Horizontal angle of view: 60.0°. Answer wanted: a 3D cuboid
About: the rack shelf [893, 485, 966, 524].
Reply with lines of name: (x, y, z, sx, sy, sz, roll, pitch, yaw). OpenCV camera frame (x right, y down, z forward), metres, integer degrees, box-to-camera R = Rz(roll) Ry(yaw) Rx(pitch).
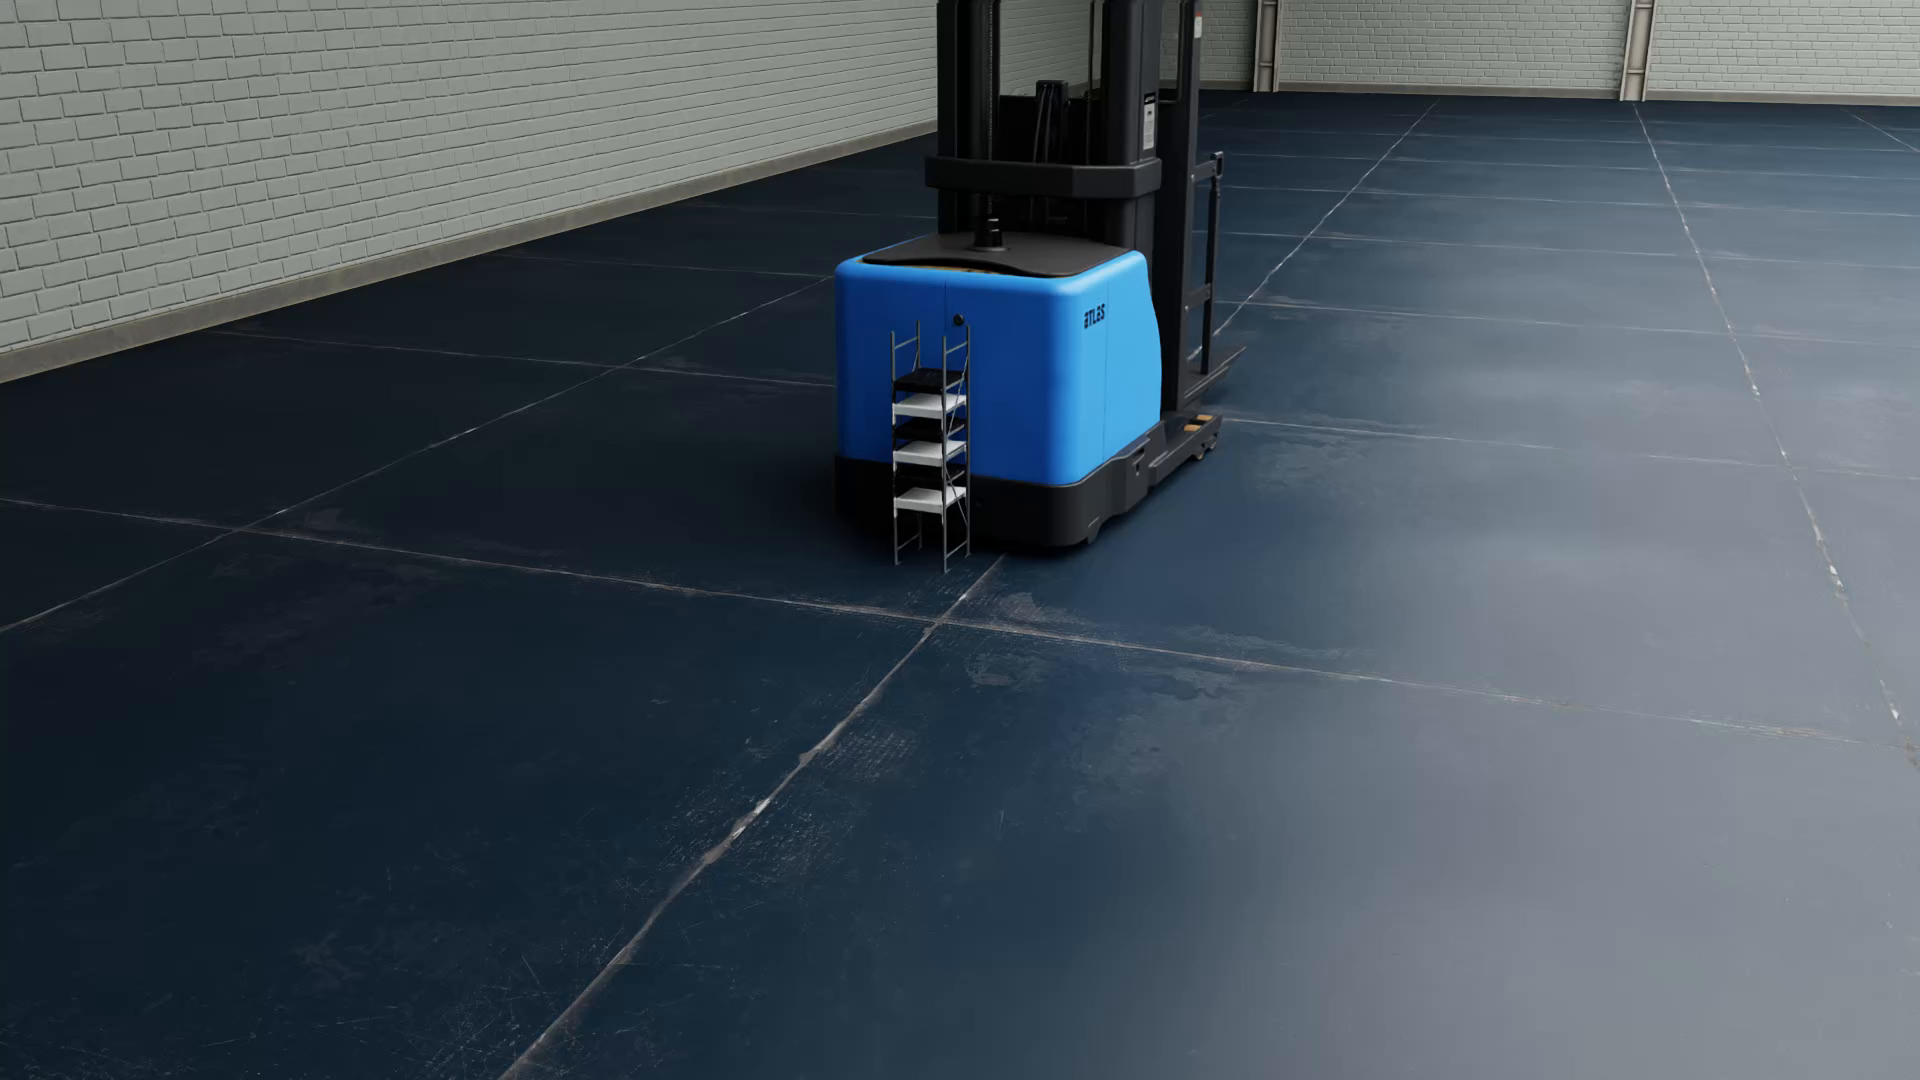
rack shelf: (-0.106, -0.145, 6.272, 0.200, 0.077, 0.258, 8, 21, 22)

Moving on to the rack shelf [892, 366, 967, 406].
rack shelf: (-0.106, -0.570, 6.124, 0.200, 0.077, 0.258, 8, 21, 22)

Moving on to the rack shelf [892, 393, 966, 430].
rack shelf: (-0.106, -0.485, 6.154, 0.200, 0.077, 0.258, 8, 21, 22)

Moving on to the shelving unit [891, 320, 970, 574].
shelving unit: (-0.106, -0.346, 6.202, 0.210, 0.900, 0.258, 8, 21, 22)

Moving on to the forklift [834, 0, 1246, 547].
forklift: (0.579, -1.803, 7.295, 1.130, 2.935, 3.031, 9, 21, 23)

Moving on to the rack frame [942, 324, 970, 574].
rack frame: (-0.013, -0.333, 6.164, 0.006, 0.900, 0.240, 8, 21, 22)

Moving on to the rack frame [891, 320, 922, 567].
rack frame: (-0.199, -0.360, 6.241, 0.006, 0.900, 0.240, 8, 21, 22)

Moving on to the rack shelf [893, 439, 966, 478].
rack shelf: (-0.106, -0.315, 6.213, 0.200, 0.077, 0.258, 8, 21, 22)

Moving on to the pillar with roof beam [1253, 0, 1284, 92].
pillar with roof beam: (3.948, -10.782, 23.836, 0.400, 9.000, 9.100, 7, 20, 18)

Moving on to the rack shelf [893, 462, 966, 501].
rack shelf: (-0.106, -0.230, 6.243, 0.200, 0.077, 0.258, 8, 21, 22)

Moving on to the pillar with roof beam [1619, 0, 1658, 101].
pillar with roof beam: (9.616, -10.134, 21.977, 0.400, 9.000, 9.100, 7, 20, 18)

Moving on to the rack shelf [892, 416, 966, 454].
rack shelf: (-0.106, -0.400, 6.183, 0.200, 0.077, 0.258, 8, 21, 22)
